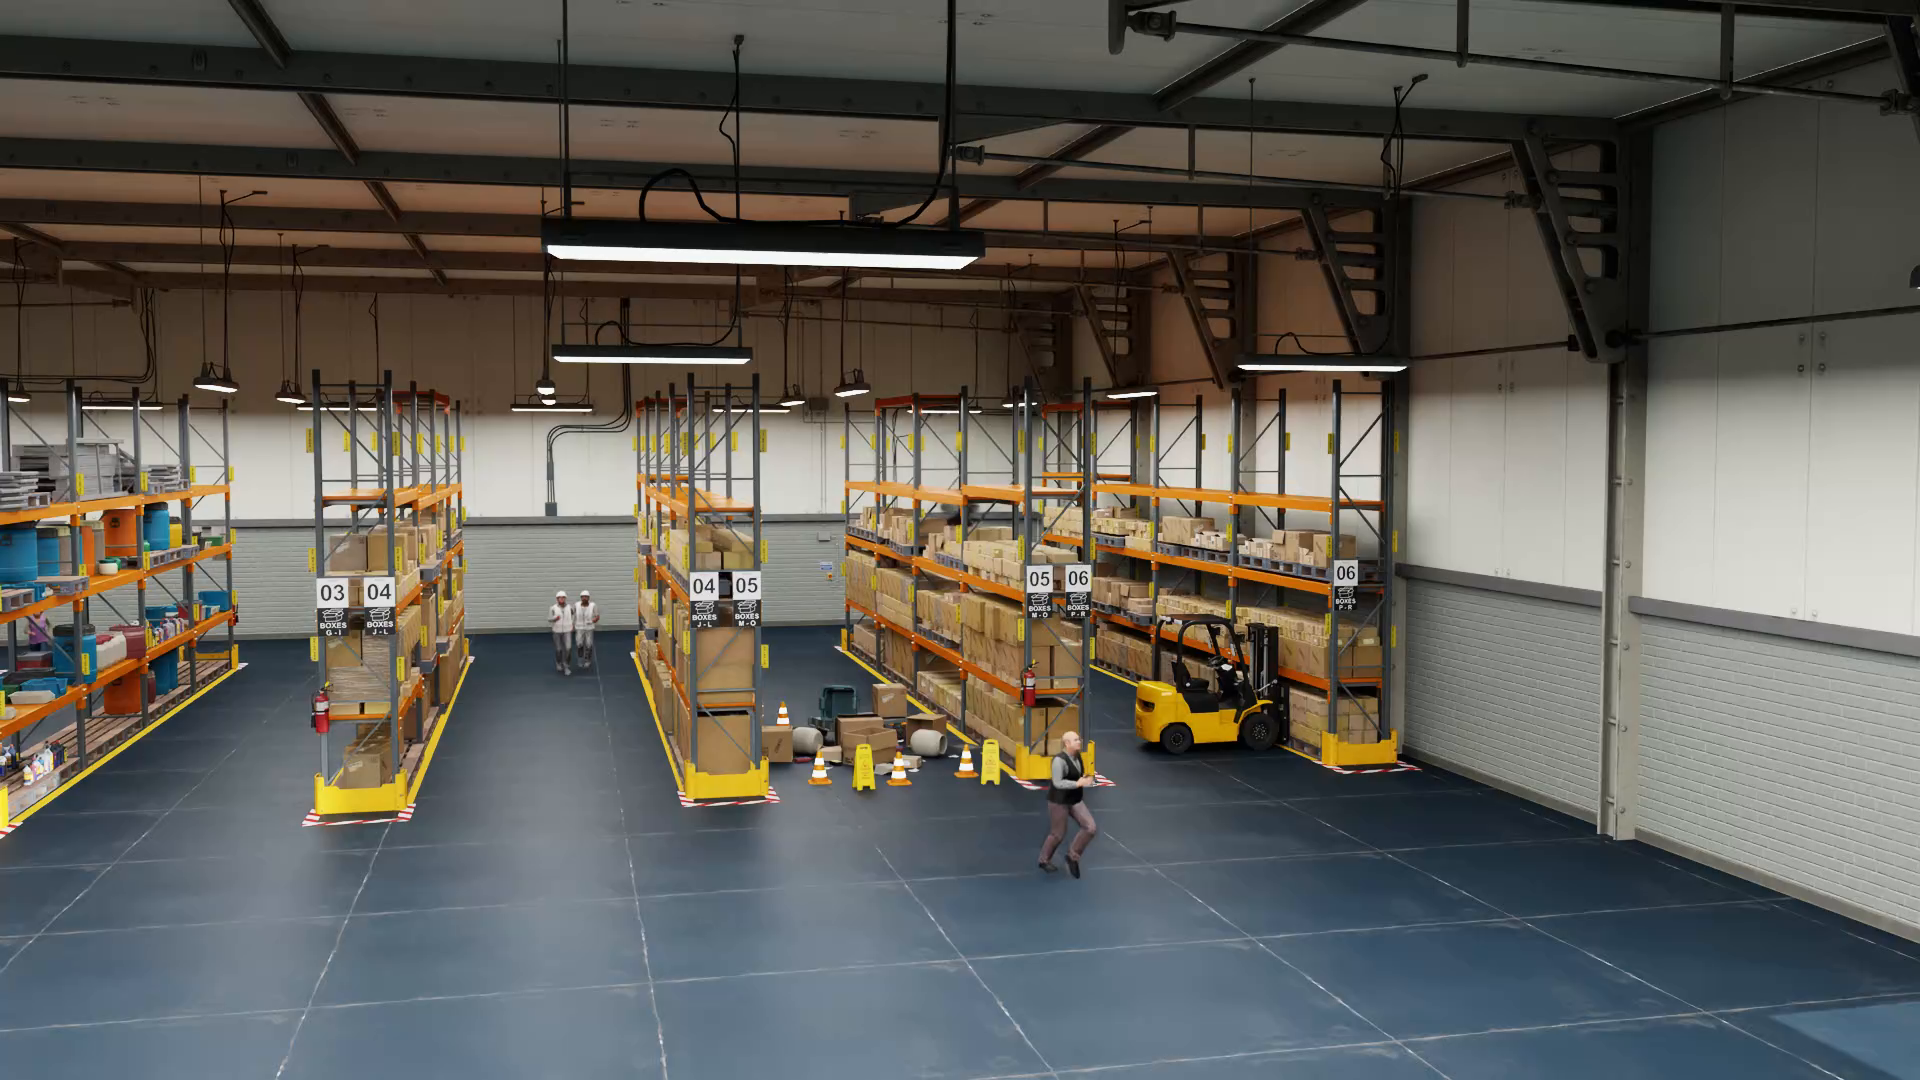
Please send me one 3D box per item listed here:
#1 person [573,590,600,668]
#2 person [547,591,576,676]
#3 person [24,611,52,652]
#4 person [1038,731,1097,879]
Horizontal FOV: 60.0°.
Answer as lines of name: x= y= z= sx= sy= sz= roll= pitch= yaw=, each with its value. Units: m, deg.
person: x=-8.330 y=1.984 z=36.878 sx=0.667 sy=1.741 sz=0.742 roll=-1 pitch=3 yaw=-9
person: x=-8.661 y=2.019 z=36.205 sx=0.641 sy=1.820 sz=0.740 roll=-1 pitch=3 yaw=-18
person: x=-19.389 y=2.190 z=34.977 sx=0.488 sy=1.641 sz=0.801 roll=-1 pitch=4 yaw=-24
person: x=1.233 y=3.037 z=19.128 sx=0.805 sy=1.708 sz=0.682 roll=3 pitch=4 yaw=38
